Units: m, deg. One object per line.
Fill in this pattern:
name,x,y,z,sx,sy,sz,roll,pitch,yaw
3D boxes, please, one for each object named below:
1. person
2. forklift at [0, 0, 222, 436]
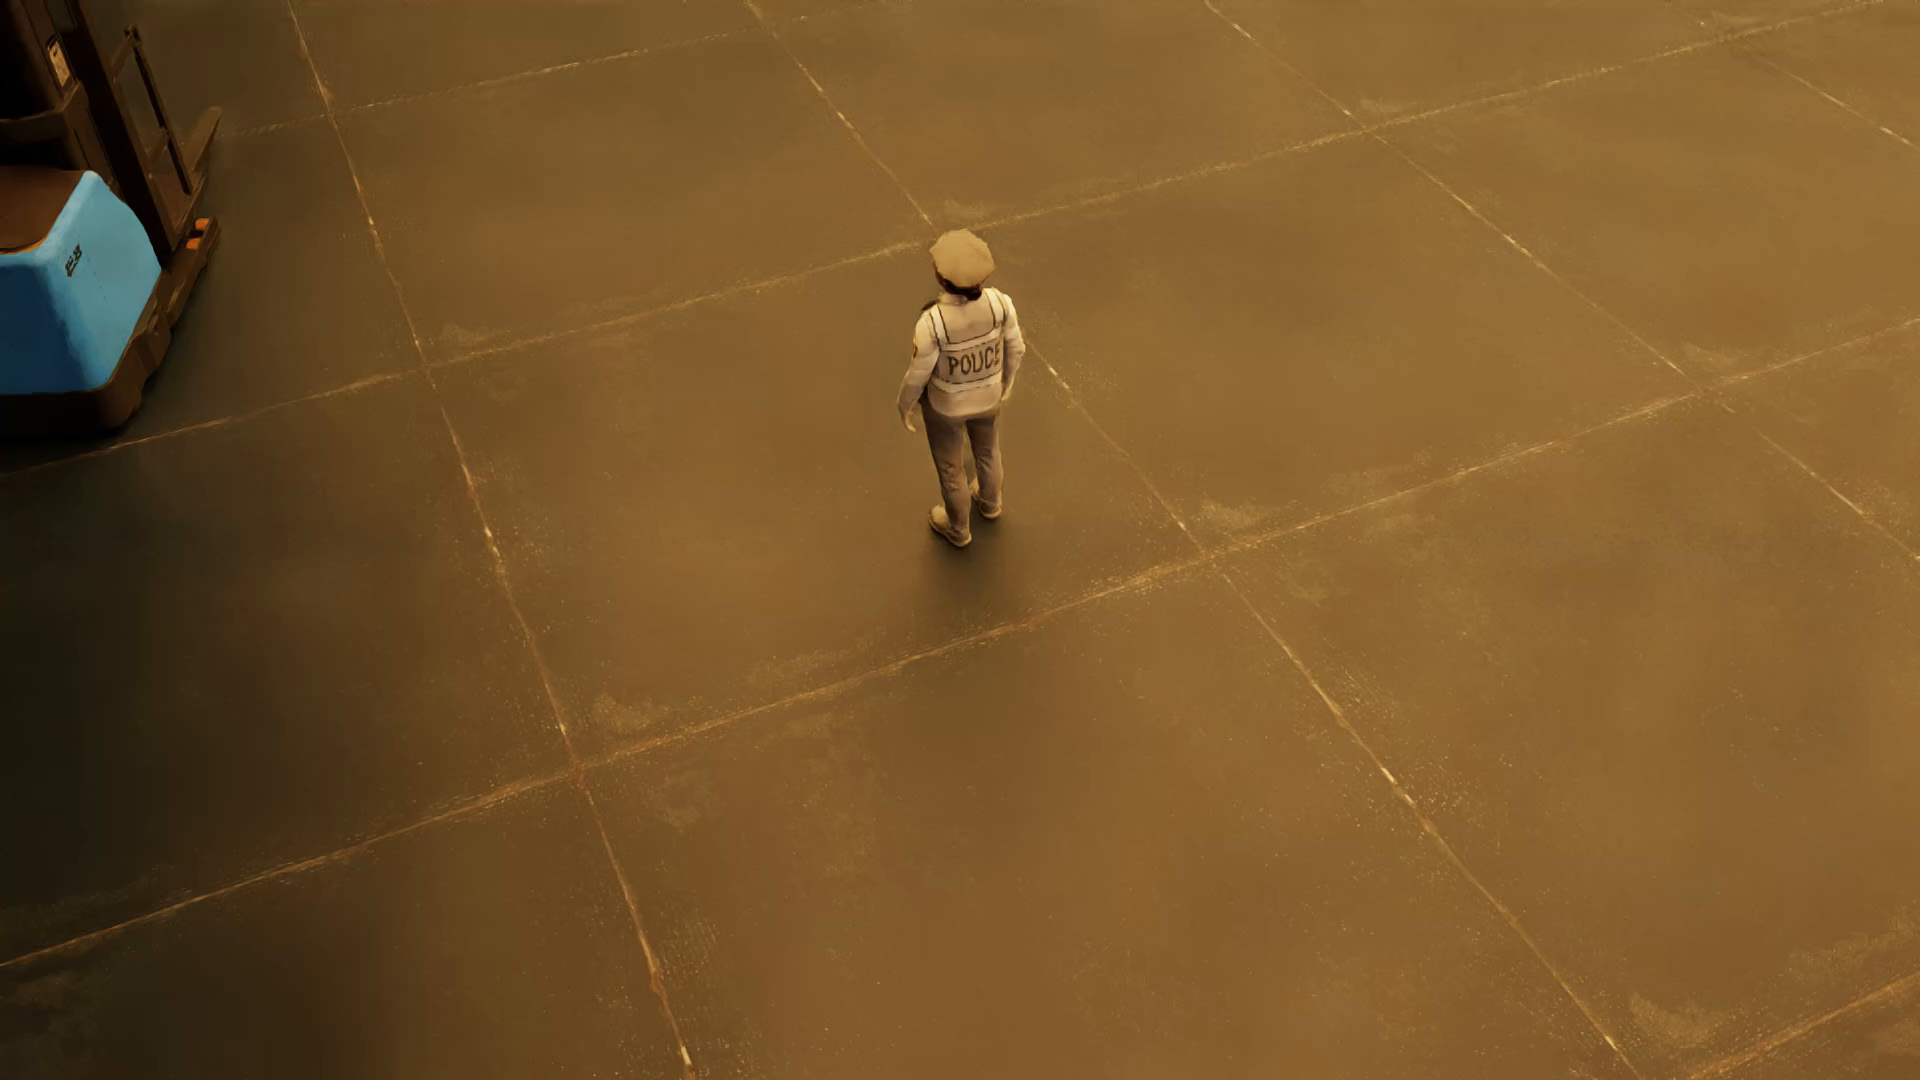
person,-0.022,-0.669,7.292,0.586,1.695,0.533,-18,46,-18
forklift,-4.833,-2.572,8.437,1.130,2.935,3.031,-3,43,-4
